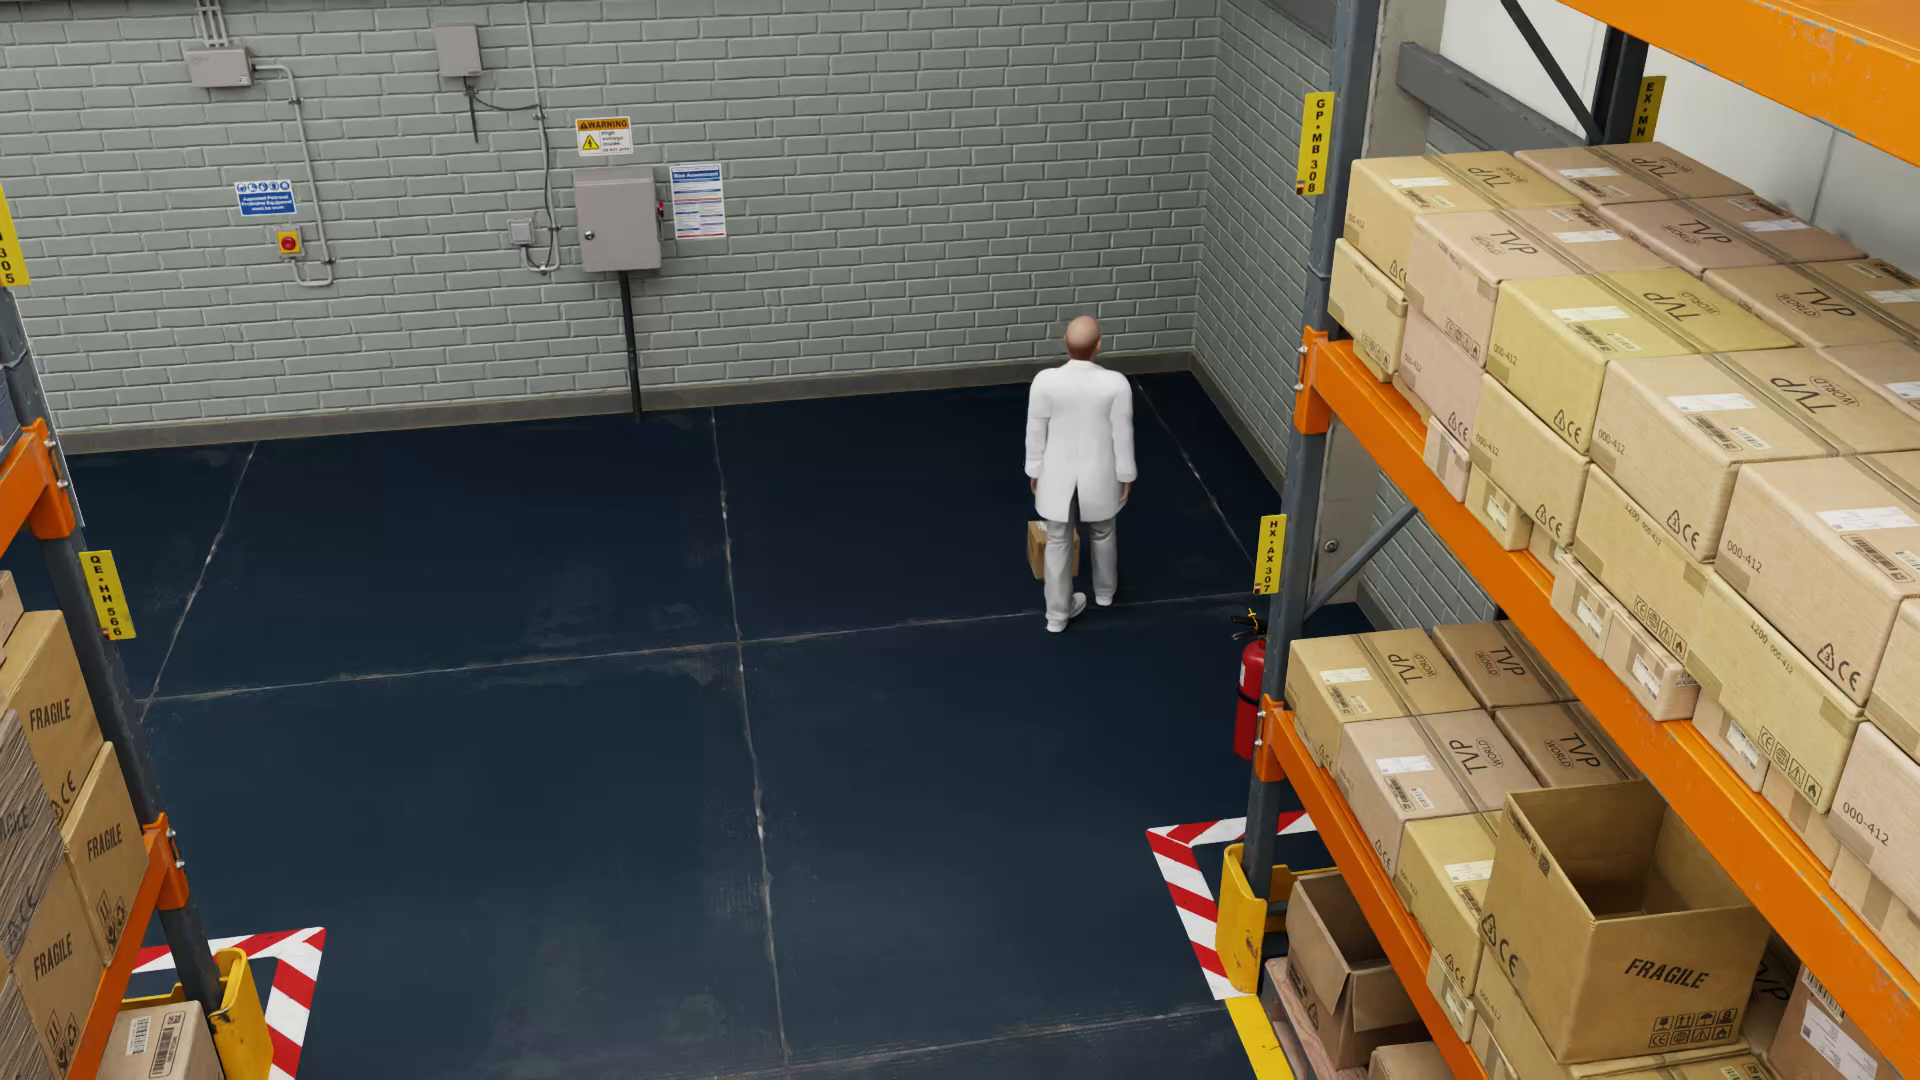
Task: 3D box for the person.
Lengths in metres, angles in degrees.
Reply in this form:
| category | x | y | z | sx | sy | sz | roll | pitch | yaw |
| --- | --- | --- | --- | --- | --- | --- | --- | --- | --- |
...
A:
| category | x | y | z | sx | sy | sz | roll | pitch | yaw |
| --- | --- | --- | --- | --- | --- | --- | --- | --- | --- |
| person | 0.651 | -0.416 | 8.859 | 0.593 | 1.774 | 0.667 | 3 | 30 | 6 |
